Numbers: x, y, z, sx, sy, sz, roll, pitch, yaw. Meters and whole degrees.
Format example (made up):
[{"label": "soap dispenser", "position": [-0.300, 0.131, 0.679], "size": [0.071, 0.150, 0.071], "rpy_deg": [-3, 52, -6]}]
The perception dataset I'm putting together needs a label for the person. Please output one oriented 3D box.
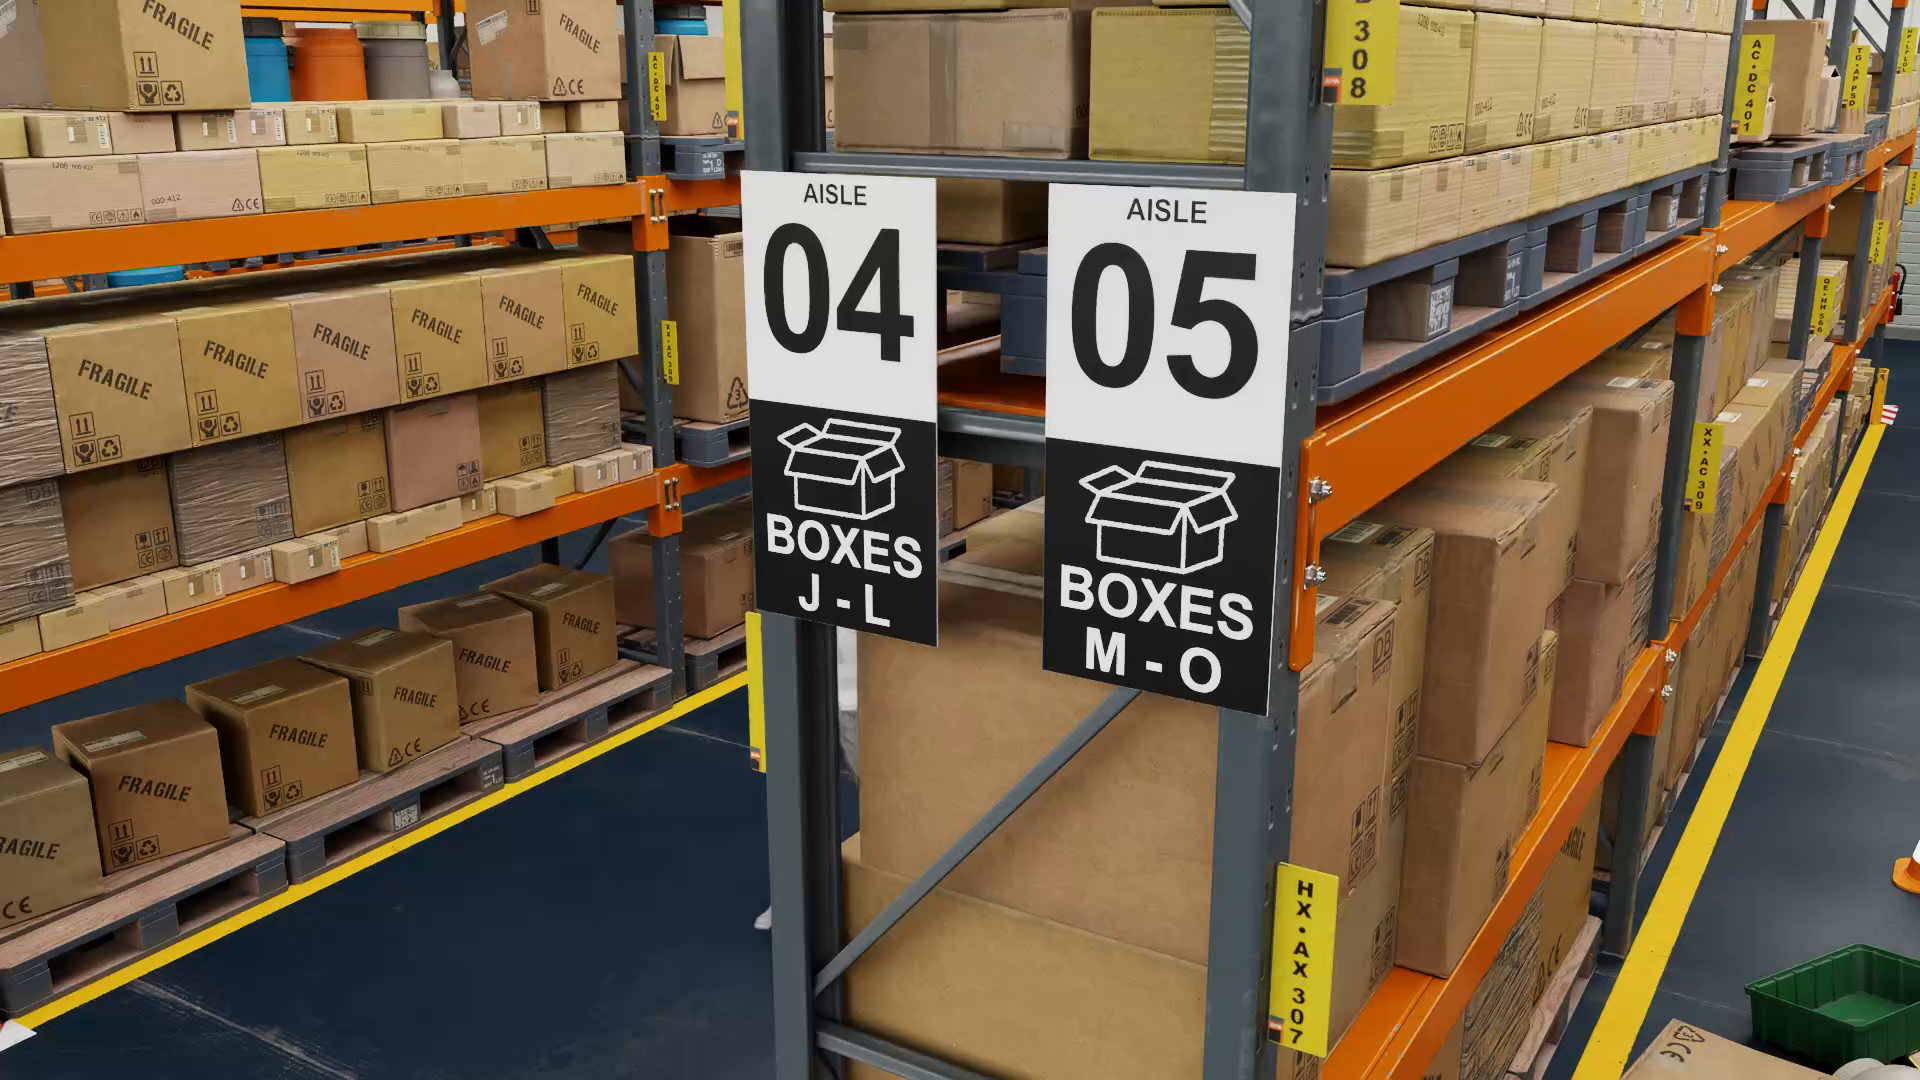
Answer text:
[{"label": "person", "position": [-0.516, 0.640, 6.789], "size": [0.593, 1.738, 1.072], "rpy_deg": [4, 17, 15]}]
